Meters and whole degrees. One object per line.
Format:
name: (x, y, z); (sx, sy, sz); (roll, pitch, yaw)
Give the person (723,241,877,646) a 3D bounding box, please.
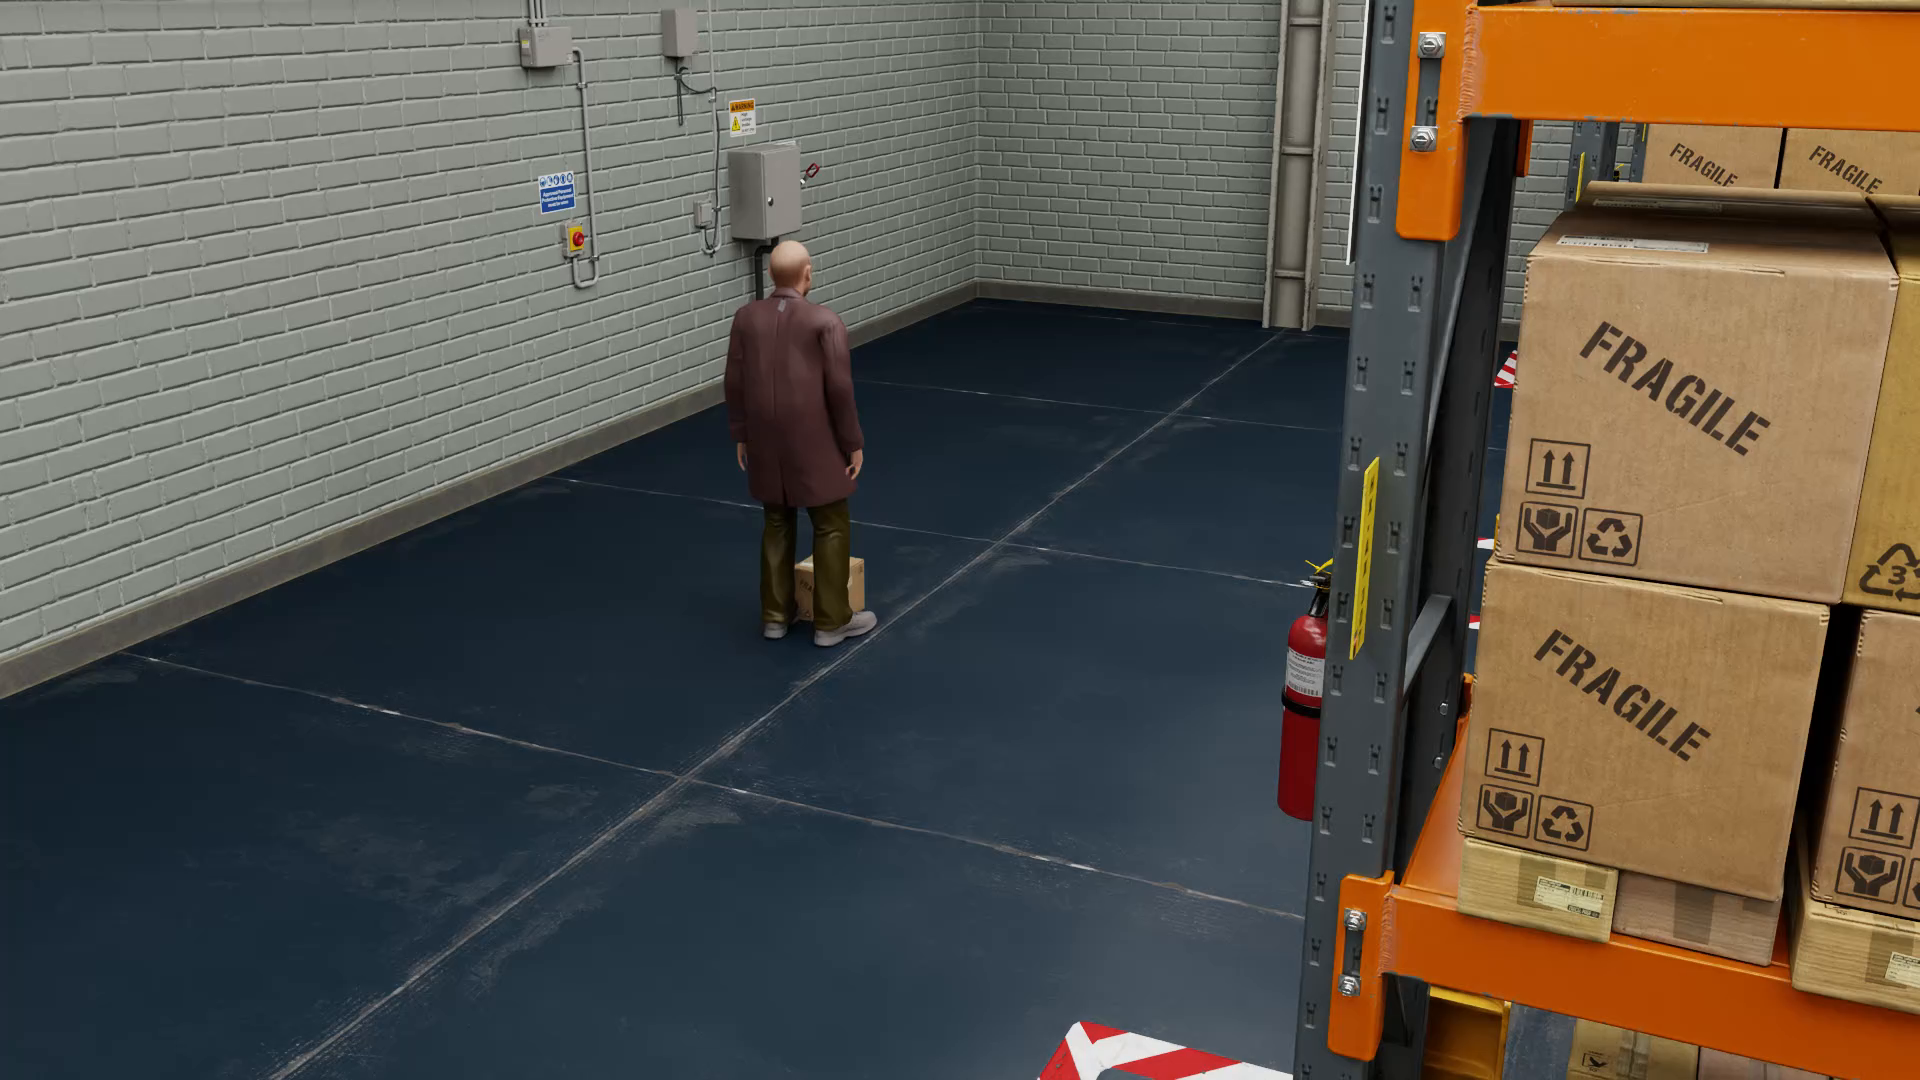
person: (-0.719, -0.421, 7.328); (0.644, 1.772, 0.429); (7, 20, 20)
